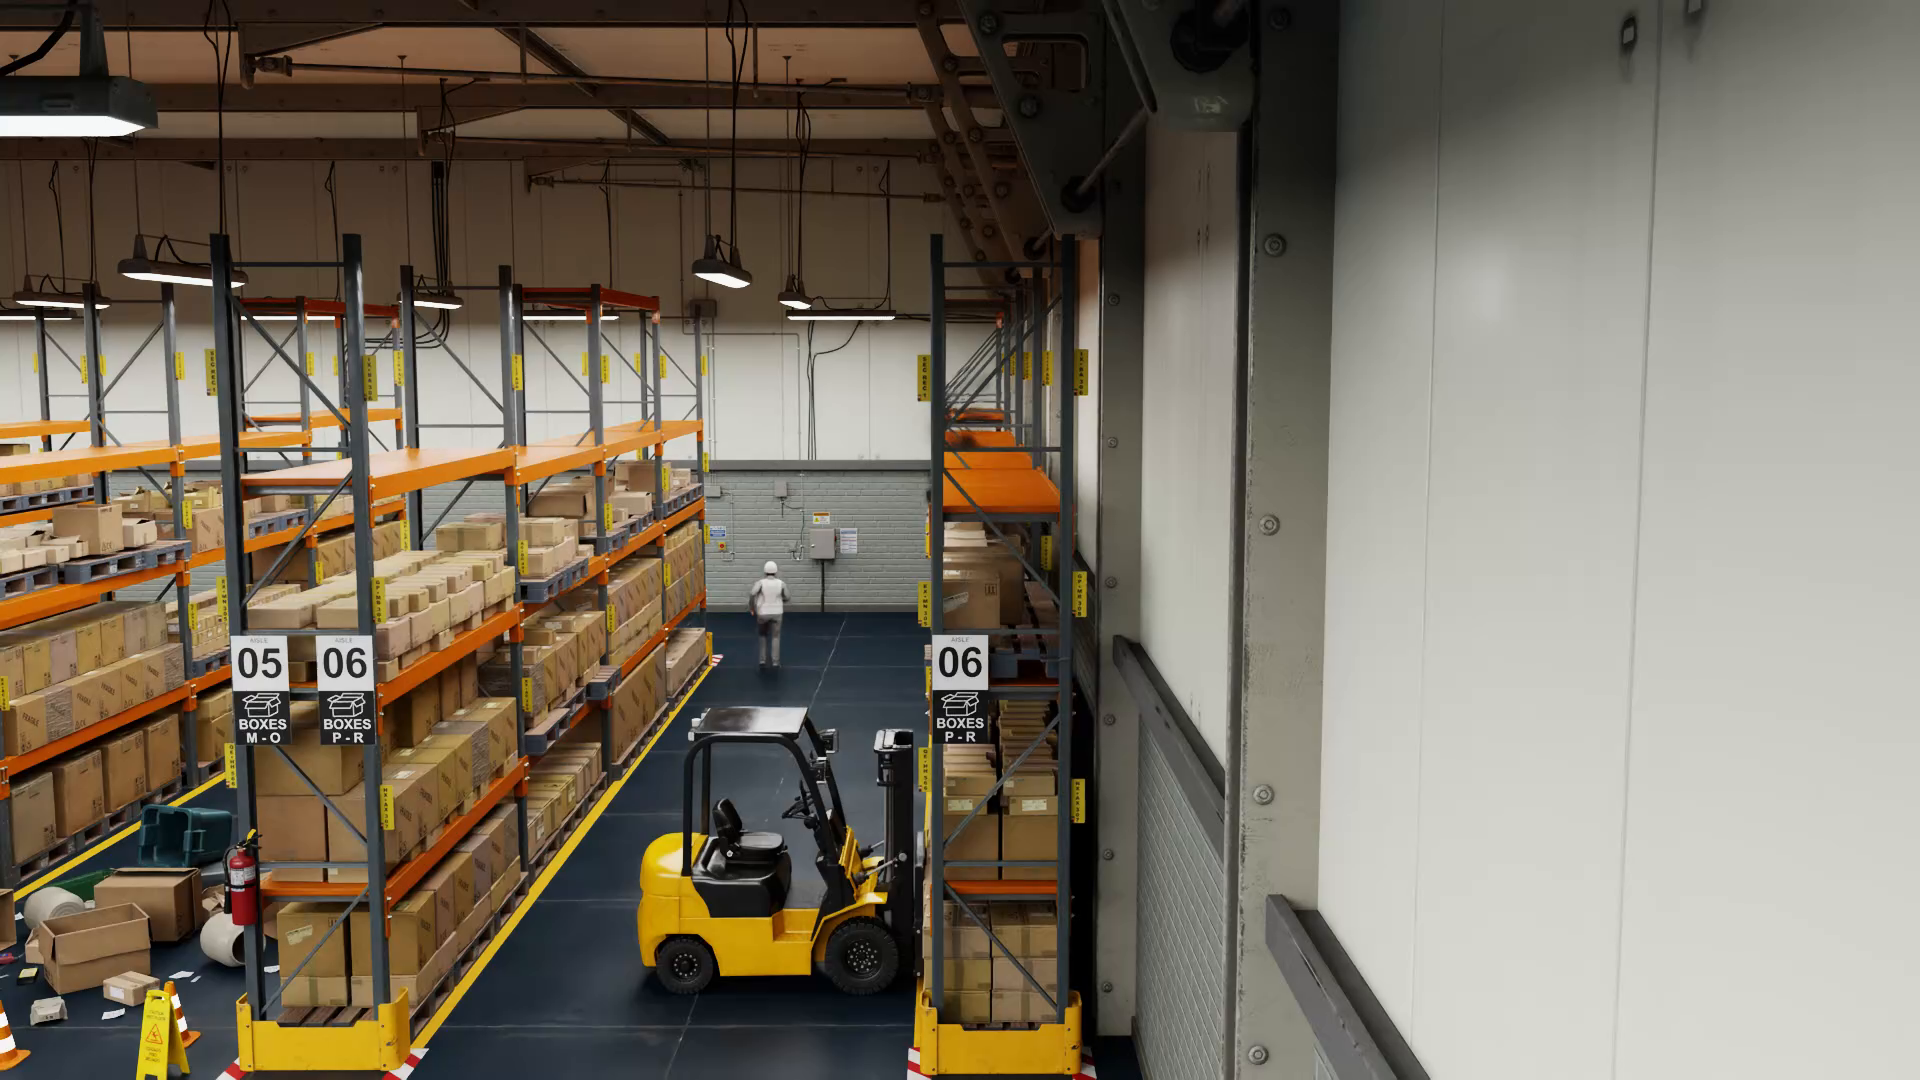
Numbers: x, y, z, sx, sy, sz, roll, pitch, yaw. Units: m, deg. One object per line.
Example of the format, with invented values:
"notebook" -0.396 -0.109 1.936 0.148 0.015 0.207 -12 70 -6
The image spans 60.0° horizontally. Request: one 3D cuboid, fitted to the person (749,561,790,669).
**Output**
"person" -3.118 1.263 27.273 0.680 1.827 0.802 -1 6 -7
